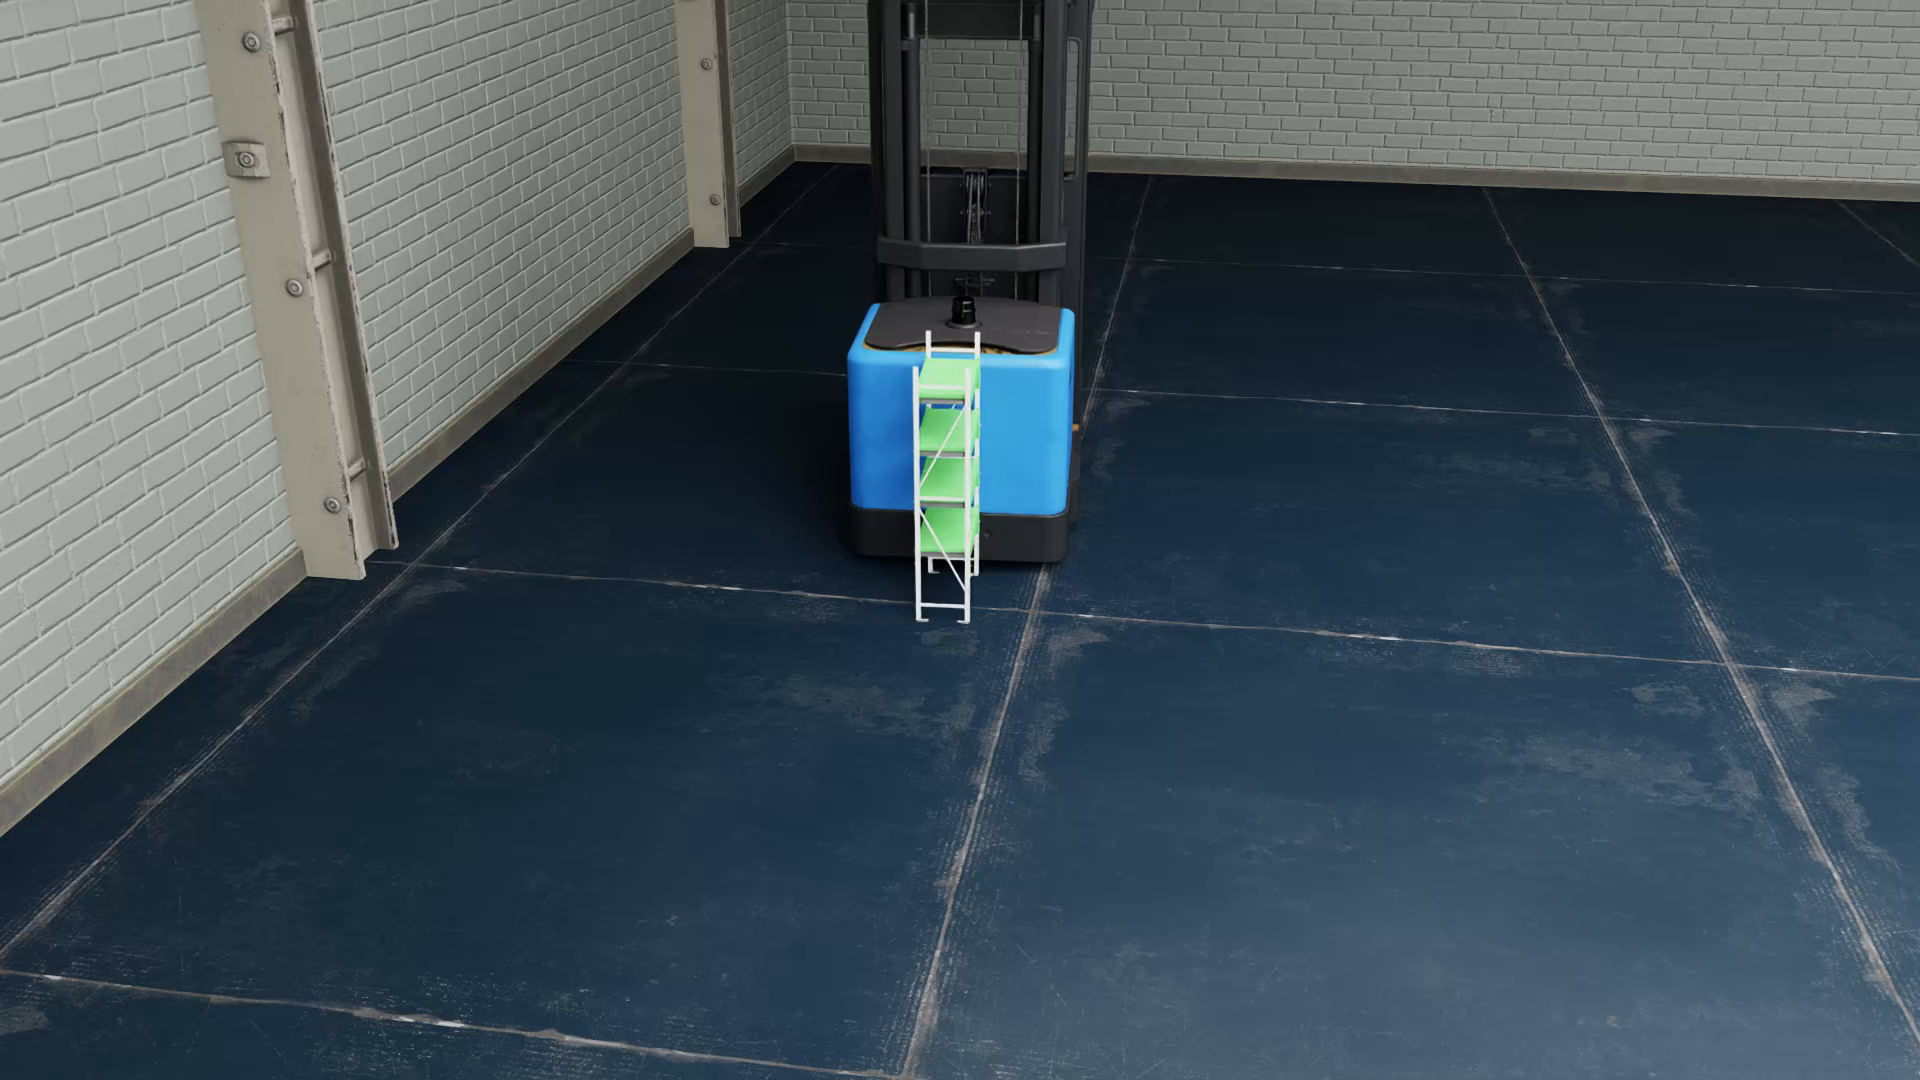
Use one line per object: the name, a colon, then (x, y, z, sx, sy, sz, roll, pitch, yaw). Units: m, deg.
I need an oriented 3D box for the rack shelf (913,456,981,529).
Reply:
rack shelf: (-0.055, -0.221, 7.457, 0.258, 0.148, 0.480, 2, 25, 5)

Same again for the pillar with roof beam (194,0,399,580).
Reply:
pillar with roof beam: (1.300, -3.682, 5.501, 9.100, 9.000, 0.400, 4, 25, 9)

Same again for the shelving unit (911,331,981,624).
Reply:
shelving unit: (-0.055, -0.279, 7.430, 0.258, 1.200, 0.503, 2, 25, 5)

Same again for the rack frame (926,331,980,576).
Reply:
rack frame: (-0.032, -0.382, 7.650, 0.240, 1.200, 0.015, 2, 25, 5)

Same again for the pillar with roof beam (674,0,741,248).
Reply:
pillar with roof beam: (2.281, -6.191, 10.862, 9.100, 9.000, 0.400, 4, 25, 9)

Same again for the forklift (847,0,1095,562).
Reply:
forklift: (0.120, -1.811, 8.662, 1.130, 2.935, 3.031, 2, 25, 5)

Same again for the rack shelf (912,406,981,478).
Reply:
rack shelf: (-0.055, -0.438, 7.356, 0.258, 0.148, 0.480, 2, 25, 5)

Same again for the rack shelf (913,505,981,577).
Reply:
rack shelf: (-0.055, -0.004, 7.559, 0.258, 0.148, 0.480, 2, 25, 5)

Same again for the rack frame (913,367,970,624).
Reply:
rack frame: (-0.077, -0.176, 7.210, 0.240, 1.200, 0.015, 2, 25, 5)

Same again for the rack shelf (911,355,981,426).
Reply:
rack shelf: (-0.055, -0.656, 7.254, 0.258, 0.148, 0.480, 2, 25, 5)
